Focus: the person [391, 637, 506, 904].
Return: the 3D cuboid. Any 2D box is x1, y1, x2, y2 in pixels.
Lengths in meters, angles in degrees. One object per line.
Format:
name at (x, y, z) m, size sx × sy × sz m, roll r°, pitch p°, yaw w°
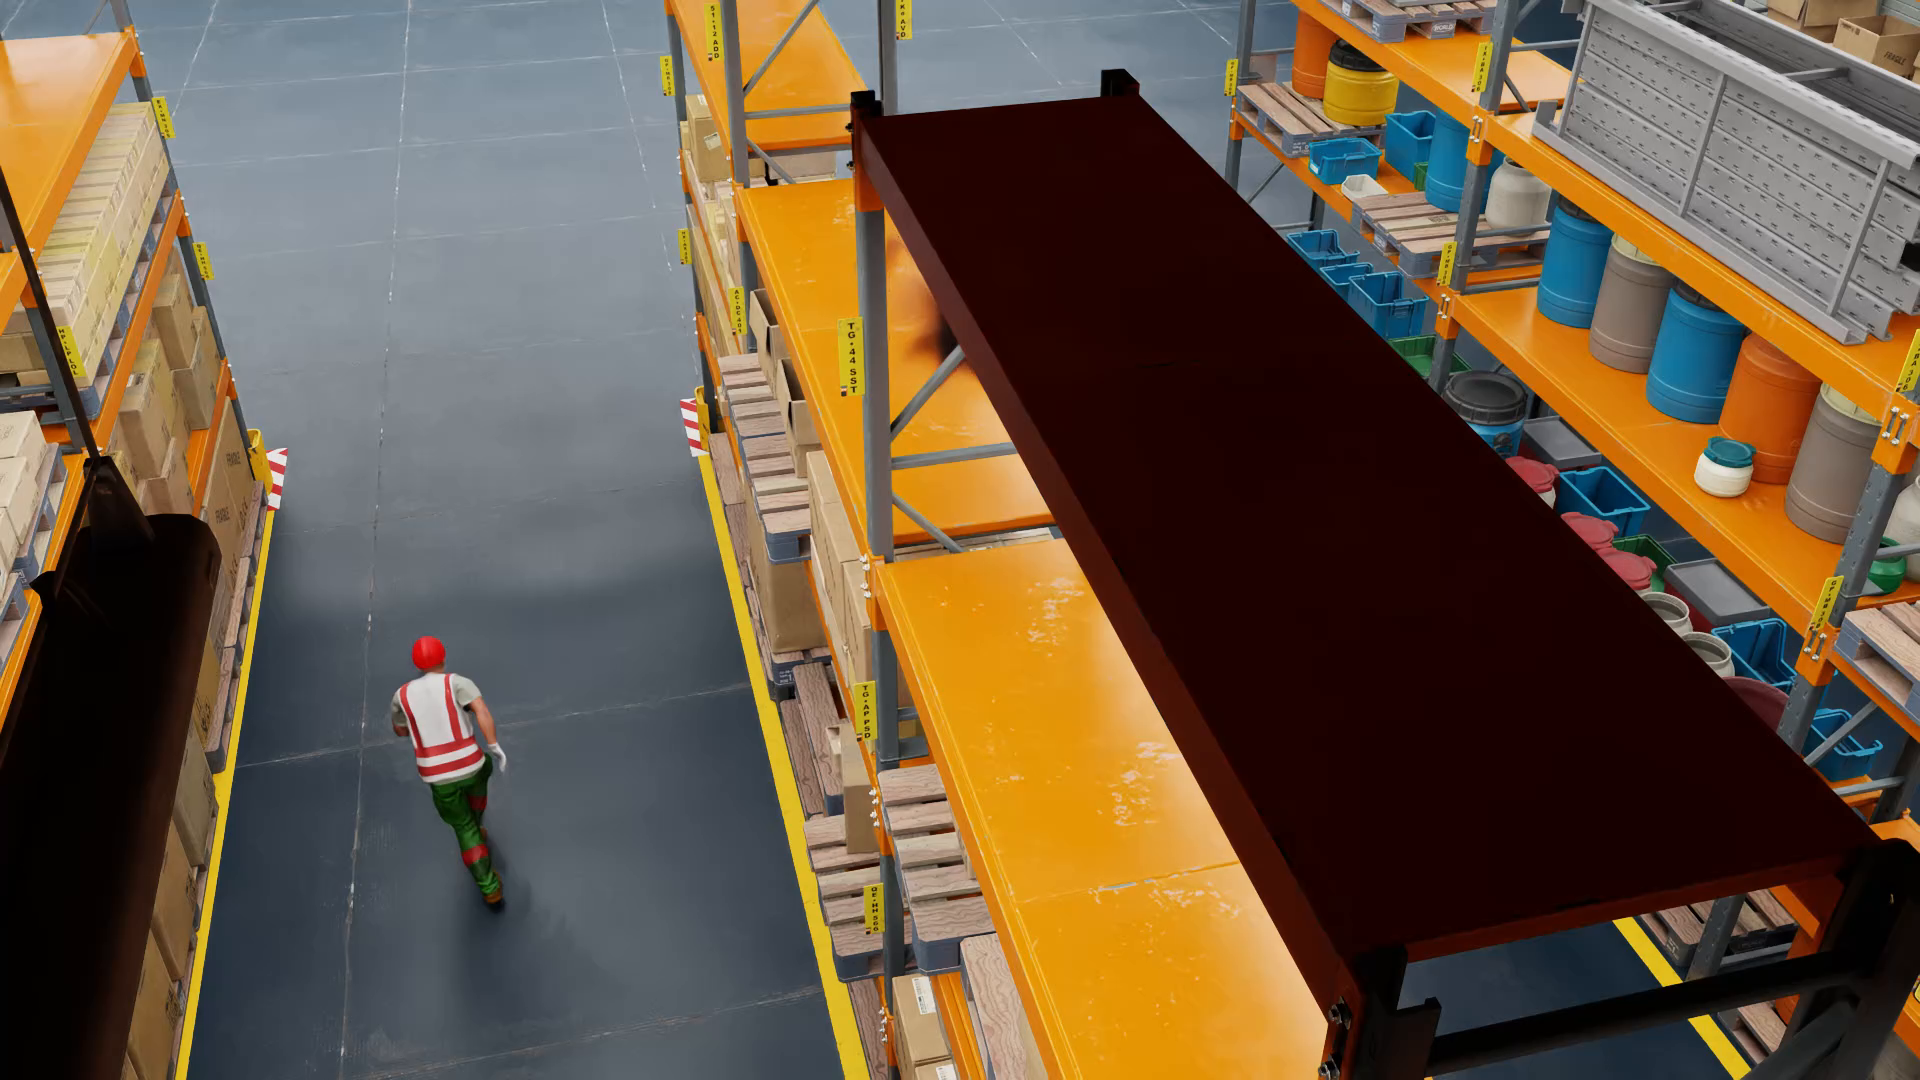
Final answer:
person at (-3.216, 1.457, 10.583) m, size 0.674 × 1.590 × 1.064 m, roll -9°, pitch 35°, yaw -13°
